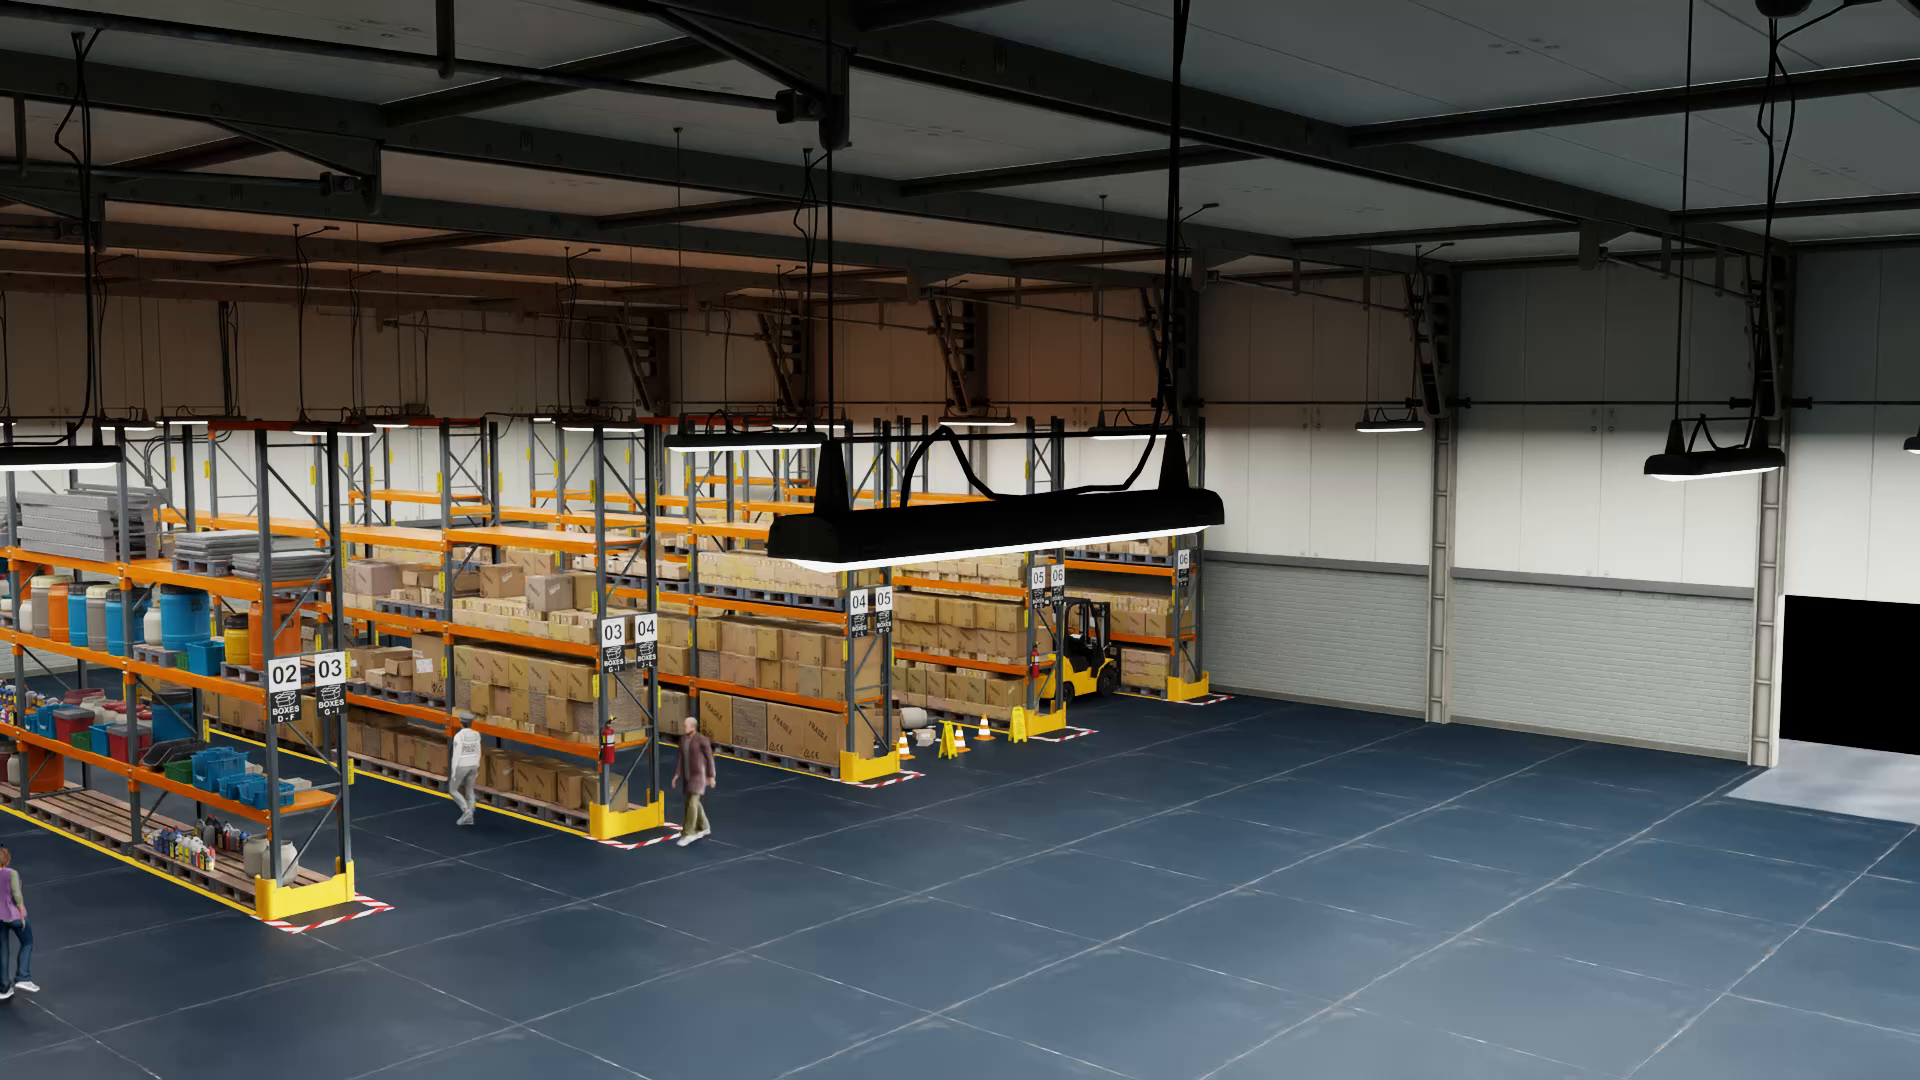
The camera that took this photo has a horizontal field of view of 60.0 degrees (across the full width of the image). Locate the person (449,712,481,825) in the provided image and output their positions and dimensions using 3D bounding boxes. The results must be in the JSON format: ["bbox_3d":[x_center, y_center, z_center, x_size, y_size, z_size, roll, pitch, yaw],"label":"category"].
[{"bbox_3d":[-7.375,3.423,24.854,0.400,1.672,0.520,4,6,39],"label":"person"}]

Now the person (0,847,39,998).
[{"bbox_3d":[-10.136,4.071,17.681,0.498,1.595,0.489,-1,5,-10],"label":"person"}]

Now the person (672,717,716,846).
[{"bbox_3d":[-3.925,3.454,23.966,0.621,1.771,0.815,4,6,43],"label":"person"}]
